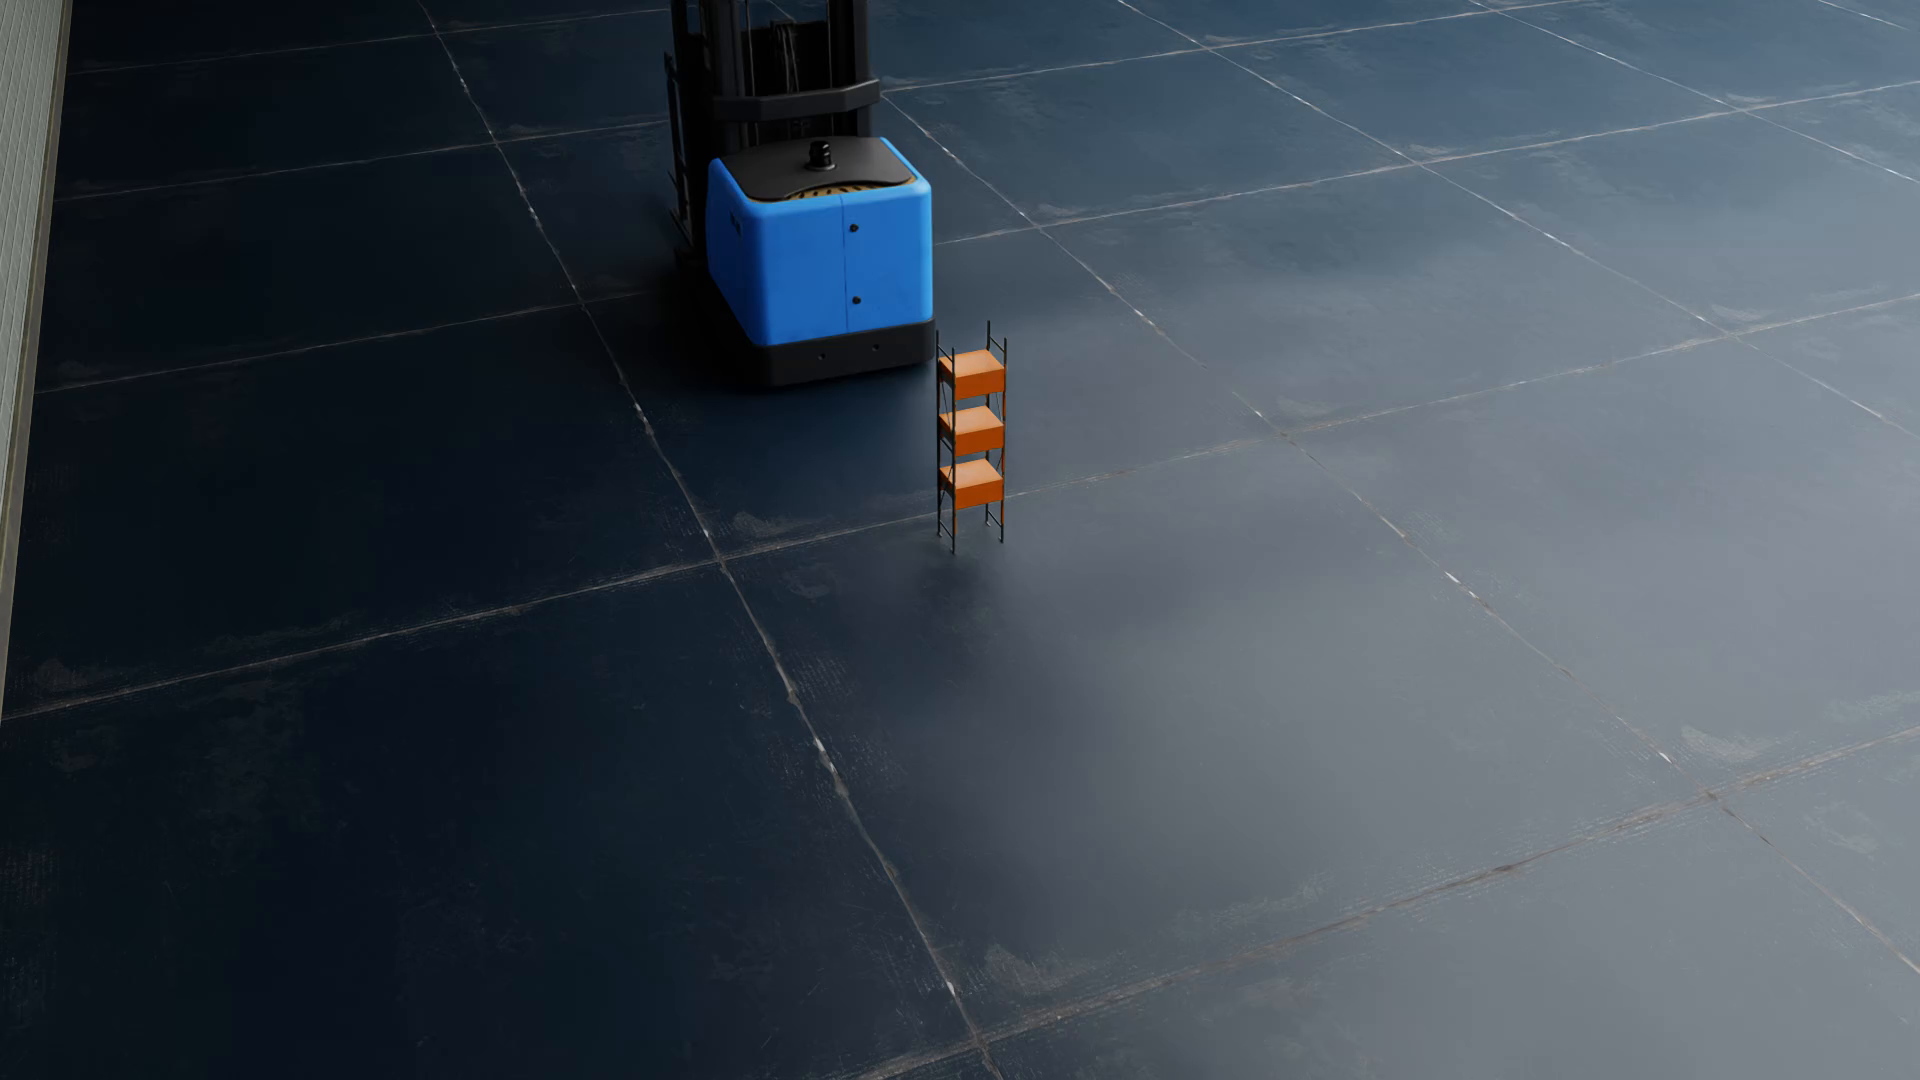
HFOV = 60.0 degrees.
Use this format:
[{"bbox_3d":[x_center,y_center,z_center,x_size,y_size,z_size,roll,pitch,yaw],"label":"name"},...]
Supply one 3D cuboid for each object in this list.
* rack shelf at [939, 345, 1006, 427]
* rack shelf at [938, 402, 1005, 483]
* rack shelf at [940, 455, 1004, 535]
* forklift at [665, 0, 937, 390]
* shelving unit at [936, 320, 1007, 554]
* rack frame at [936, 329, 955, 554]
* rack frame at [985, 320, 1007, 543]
[{"bbox_3d":[0.049,-0.680,7.332,0.240,0.259,0.215,-13,35,-19],"label":"rack shelf"},{"bbox_3d":[0.049,-0.442,7.487,0.240,0.259,0.215,-13,35,-19],"label":"rack shelf"},{"bbox_3d":[0.049,-0.210,7.638,0.240,0.259,0.215,-13,35,-19],"label":"rack shelf"},{"bbox_3d":[-1.111,-2.825,9.404,1.130,2.935,3.031,-11,35,-17],"label":"forklift"},{"bbox_3d":[0.049,-0.451,7.481,0.252,1.050,0.215,-13,35,-19],"label":"shelving unit"},{"bbox_3d":[-0.063,-0.426,7.441,0.008,1.050,0.200,-13,35,-19],"label":"rack frame"},{"bbox_3d":[0.162,-0.477,7.521,0.008,1.050,0.200,-13,35,-19],"label":"rack frame"}]
